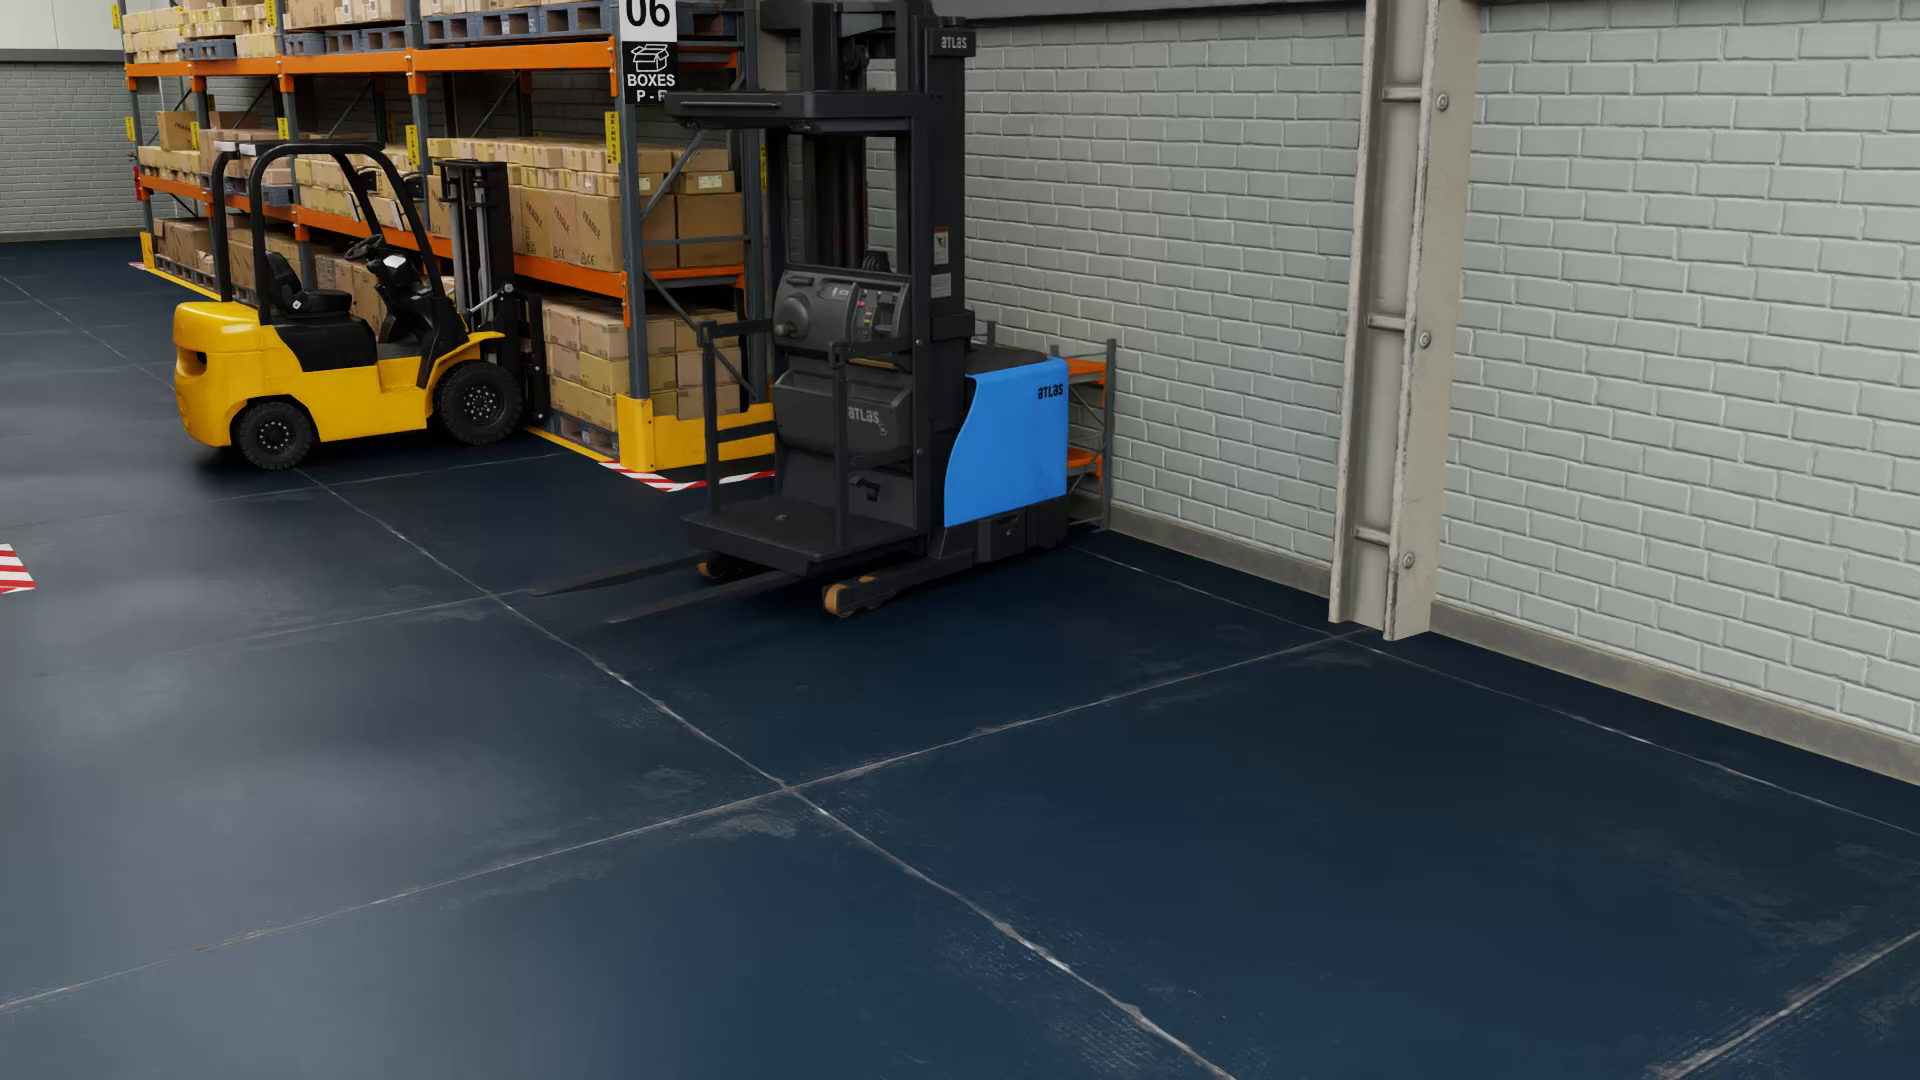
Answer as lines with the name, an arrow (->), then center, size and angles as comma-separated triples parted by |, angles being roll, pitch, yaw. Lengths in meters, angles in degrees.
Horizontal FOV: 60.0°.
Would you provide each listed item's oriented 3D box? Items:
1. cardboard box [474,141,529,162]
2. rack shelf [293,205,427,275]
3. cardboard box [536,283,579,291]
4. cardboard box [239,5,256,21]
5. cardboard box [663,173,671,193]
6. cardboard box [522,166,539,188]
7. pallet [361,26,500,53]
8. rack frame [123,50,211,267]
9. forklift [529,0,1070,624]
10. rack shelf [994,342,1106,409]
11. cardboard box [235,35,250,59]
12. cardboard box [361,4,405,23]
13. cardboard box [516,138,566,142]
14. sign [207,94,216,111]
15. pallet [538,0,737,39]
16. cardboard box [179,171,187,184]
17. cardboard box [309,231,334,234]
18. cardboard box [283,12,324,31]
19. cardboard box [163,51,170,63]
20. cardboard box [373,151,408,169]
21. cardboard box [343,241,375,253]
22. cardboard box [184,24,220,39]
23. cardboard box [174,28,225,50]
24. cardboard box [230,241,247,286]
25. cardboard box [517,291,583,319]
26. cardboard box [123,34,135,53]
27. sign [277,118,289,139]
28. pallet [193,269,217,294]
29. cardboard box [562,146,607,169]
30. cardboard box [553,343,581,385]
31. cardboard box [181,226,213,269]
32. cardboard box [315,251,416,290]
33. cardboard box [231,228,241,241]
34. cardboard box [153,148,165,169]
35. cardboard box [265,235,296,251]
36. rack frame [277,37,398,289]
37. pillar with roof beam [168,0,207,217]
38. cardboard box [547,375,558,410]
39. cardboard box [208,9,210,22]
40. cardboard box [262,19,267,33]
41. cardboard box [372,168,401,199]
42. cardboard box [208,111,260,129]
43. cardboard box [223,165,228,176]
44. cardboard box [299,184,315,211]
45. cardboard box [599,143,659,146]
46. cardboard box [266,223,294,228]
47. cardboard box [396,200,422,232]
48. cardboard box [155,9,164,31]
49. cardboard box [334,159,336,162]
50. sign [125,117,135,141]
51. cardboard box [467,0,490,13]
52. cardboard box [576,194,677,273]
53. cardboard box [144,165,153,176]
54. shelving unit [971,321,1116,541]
cardboard box -> -3.586, -3.056, 13.077 | 0.380, 0.149, 0.250 | -11, 19, -35
rack shelf -> -5.336, -2.962, 16.080 | 1.077, 0.370, 4.000 | -11, 19, -35
cardboard box -> -3.118, -1.950, 13.537 | 0.500, 0.250, 0.500 | -11, 19, -34
cardboard box -> -7.566, -5.698, 17.995 | 0.380, 0.149, 0.250 | -11, 19, -36
cardboard box -> -1.995, -2.545, 11.773 | 0.380, 0.149, 0.250 | -11, 19, -35
cardboard box -> -3.013, -2.690, 12.304 | 0.380, 0.149, 0.250 | -11, 19, -34
pallet -> -4.689, -4.423, 14.735 | 0.805, 0.209, 1.217 | -12, 19, -37
rack frame -> -11.216, -5.445, 23.787 | 1.000, 3.000, 0.127 | -11, 19, -35
forklift -> -0.754, -1.182, 8.344 | 1.130, 2.935, 3.031 | 14, 21, 41
rack shelf -> 0.356, -0.954, 9.800 | 0.538, 0.278, 1.000 | -11, 19, -40
cardboard box -> -7.601, -5.397, 18.214 | 0.500, 0.250, 0.500 | -11, 19, -35
cardboard box -> -5.052, -4.646, 14.679 | 0.380, 0.149, 0.250 | -11, 19, -35
cardboard box -> -3.448, -3.251, 13.791 | 0.380, 0.149, 0.250 | -11, 19, -35
sign -> -10.755, -6.237, 23.891 | 0.100, 0.325, 0.005 | -11, 19, -35
pallet -> -2.203, -3.587, 11.486 | 1.003, 0.211, 1.213 | -11, 19, -35
cardboard box -> -9.904, -4.713, 21.588 | 0.380, 0.149, 0.250 | -11, 19, -35
cardboard box -> -7.495, -3.538, 19.531 | 0.380, 0.149, 0.250 | -12, 19, -37
cardboard box -> -6.553, -5.200, 16.667 | 0.380, 0.166, 0.250 | -11, 19, -35
cardboard box -> -10.034, -6.226, 21.436 | 0.380, 0.149, 0.250 | -11, 19, -34
cardboard box -> -5.070, -3.430, 15.008 | 0.380, 0.149, 0.250 | -12, 19, -36
cardboard box -> -6.567, -3.206, 18.318 | 0.380, 0.149, 0.250 | -10, 18, -32
cardboard box -> -8.886, -5.981, 19.554 | 0.380, 0.149, 0.250 | -11, 19, -34
cardboard box -> -9.350, -6.173, 20.485 | 0.500, 0.250, 0.500 | -11, 19, -34
cardboard box -> -8.441, -3.337, 20.026 | 0.500, 0.500, 0.500 | -11, 19, -35
cardboard box -> -3.233, -1.760, 12.844 | 0.500, 0.250, 0.500 | -11, 19, -36
cardboard box -> -11.176, -6.825, 22.870 | 0.500, 0.250, 0.500 | -11, 19, -35
sign -> -6.945, -4.170, 17.088 | 0.100, 0.325, 0.005 | -11, 19, -35
pallet -> -9.267, -3.392, 21.571 | 1.003, 0.211, 1.213 | -11, 19, -35
cardboard box -> -2.622, -2.741, 11.926 | 0.380, 0.149, 0.250 | -11, 19, -34
cardboard box -> -2.634, -1.310, 12.145 | 0.500, 0.250, 0.500 | -11, 19, -35
cardboard box -> -9.851, -3.886, 22.032 | 0.700, 0.500, 0.500 | -12, 19, -37
cardboard box -> -6.156, -2.658, 17.309 | 0.875, 0.625, 0.625 | -10, 18, -33
cardboard box -> -8.643, -3.735, 20.252 | 0.380, 0.149, 0.250 | -11, 19, -36
cardboard box -> -10.570, -5.162, 22.474 | 0.500, 0.250, 0.500 | -11, 19, -36
cardboard box -> -7.764, -3.400, 19.026 | 0.380, 0.149, 0.250 | -12, 19, -37
rack frame -> -6.512, -3.736, 17.545 | 1.000, 3.000, 0.127 | -11, 19, -35
pillar with roof beam -> -15.554, -8.386, 23.168 | 9.100, 9.000, 0.400 | -11, 19, -35
cardboard box -> -2.912, -1.172, 12.588 | 0.500, 0.250, 0.500 | -11, 19, -34
cardboard box -> -8.343, -5.975, 18.972 | 0.380, 0.149, 0.250 | -11, 19, -34
cardboard box -> -7.186, -5.460, 17.689 | 0.380, 0.149, 0.250 | -10, 18, -33
cardboard box -> -4.964, -3.225, 15.014 | 0.500, 0.250, 0.500 | -11, 19, -36
cardboard box -> -9.524, -5.383, 21.860 | 0.500, 0.500, 0.500 | -11, 19, -36
cardboard box -> -8.357, -4.372, 19.327 | 0.396, 0.266, 0.258 | -10, 18, -32
cardboard box -> -6.449, -3.531, 17.080 | 0.500, 0.250, 0.500 | -11, 19, -34
cardboard box -> -2.509, -2.932, 12.624 | 0.380, 0.149, 0.250 | -11, 19, -36
cardboard box -> -8.414, -3.866, 20.731 | 0.380, 0.149, 0.250 | -12, 19, -37
cardboard box -> -4.668, -2.877, 14.689 | 0.500, 0.250, 0.500 | -10, 18, -33
cardboard box -> -9.952, -6.636, 21.233 | 0.500, 0.250, 0.500 | -10, 18, -34
cardboard box -> -5.897, -3.773, 16.261 | 0.380, 0.149, 0.250 | -11, 19, -34
sign -> -11.655, -5.778, 23.365 | 0.100, 0.325, 0.005 | -11, 19, -35
cardboard box -> -3.533, -4.151, 12.648 | 0.396, 0.266, 0.258 | -11, 19, -36
cardboard box -> -2.310, -2.141, 11.526 | 0.500, 0.500, 0.500 | -11, 19, -36
cardboard box -> -11.245, -5.211, 23.408 | 0.380, 0.149, 0.250 | -11, 19, -35
shelving unit -> 0.351, -0.671, 9.873 | 0.538, 1.125, 1.048 | -11, 19, -40
